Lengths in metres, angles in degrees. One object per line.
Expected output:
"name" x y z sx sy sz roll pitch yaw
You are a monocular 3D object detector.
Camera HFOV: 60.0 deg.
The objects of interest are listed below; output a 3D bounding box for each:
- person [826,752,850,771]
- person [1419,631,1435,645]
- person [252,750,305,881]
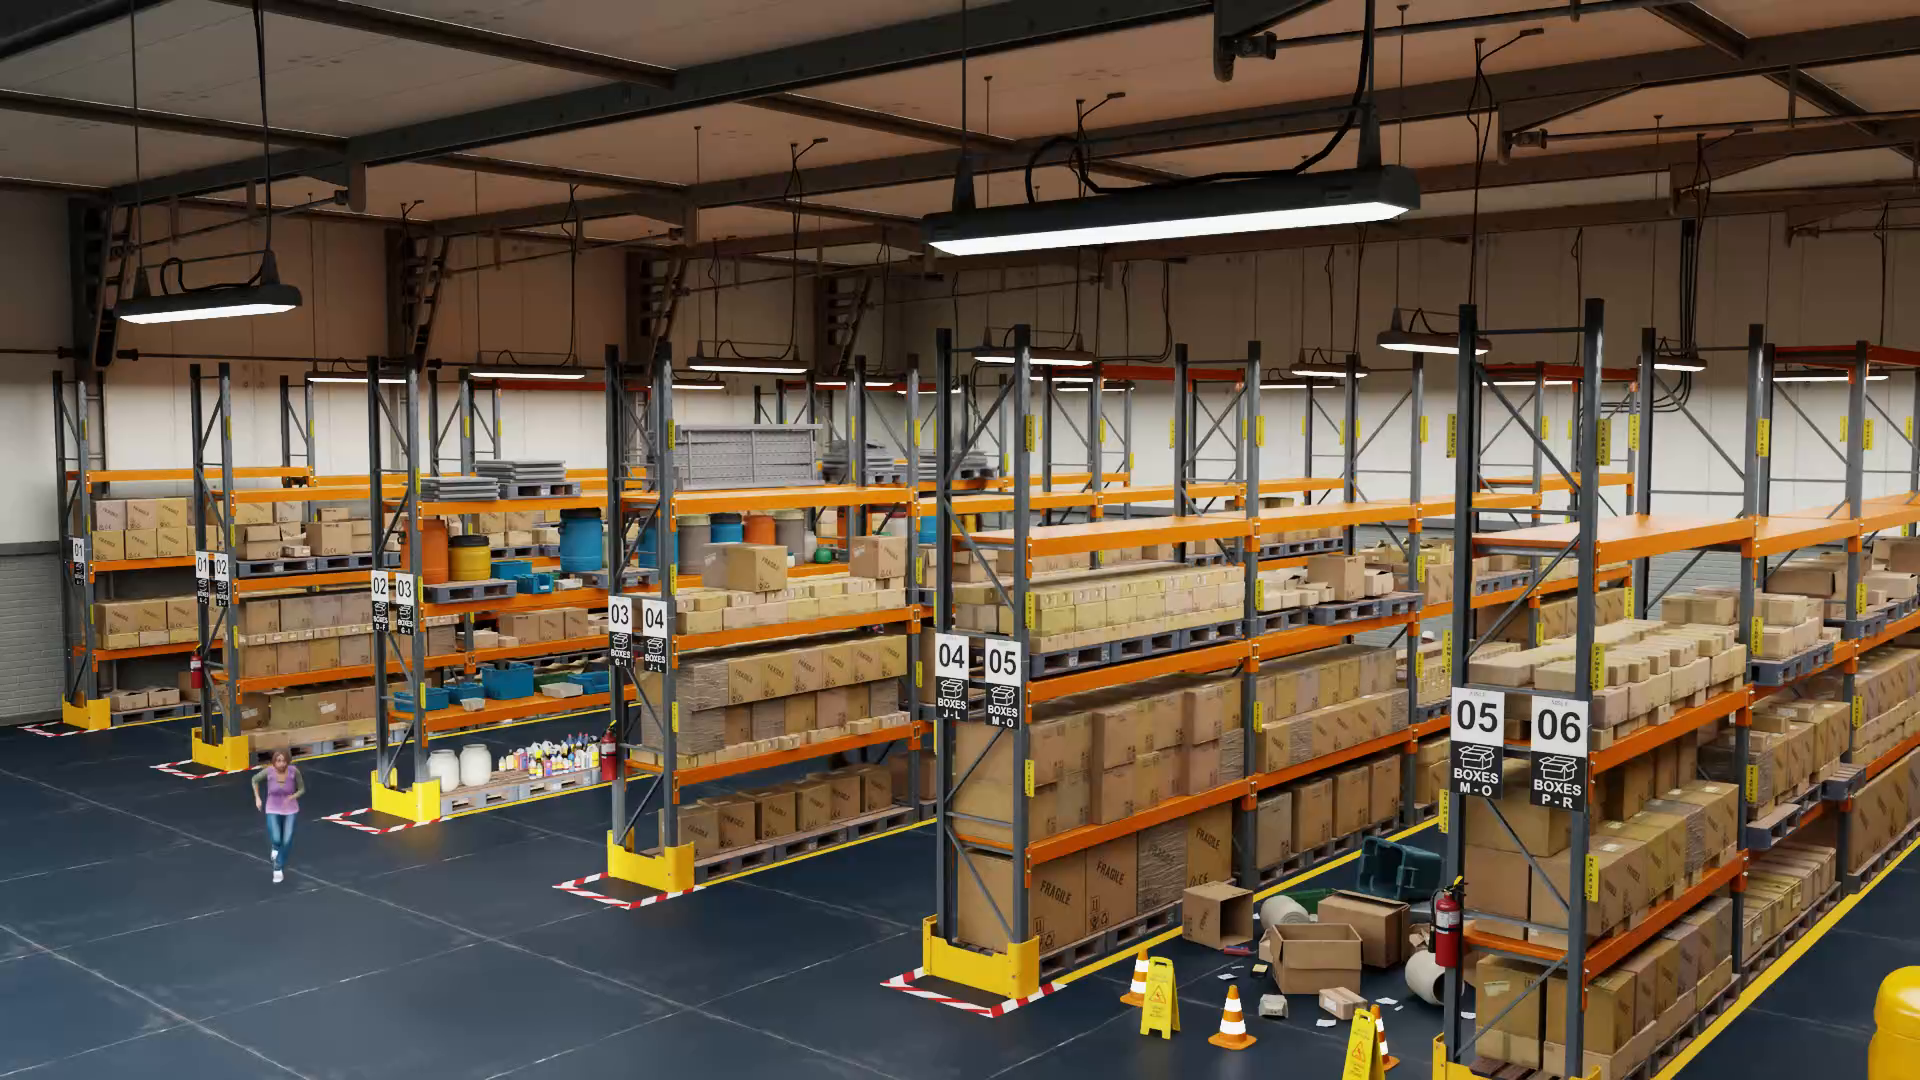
"person" -1.718 2.592 22.885 0.701 1.792 0.949 3 5 34
"person" 7.596 2.333 26.813 0.877 1.761 0.708 -4 5 -40
"person" -7.585 3.075 18.551 0.525 1.527 0.649 -2 5 -29
